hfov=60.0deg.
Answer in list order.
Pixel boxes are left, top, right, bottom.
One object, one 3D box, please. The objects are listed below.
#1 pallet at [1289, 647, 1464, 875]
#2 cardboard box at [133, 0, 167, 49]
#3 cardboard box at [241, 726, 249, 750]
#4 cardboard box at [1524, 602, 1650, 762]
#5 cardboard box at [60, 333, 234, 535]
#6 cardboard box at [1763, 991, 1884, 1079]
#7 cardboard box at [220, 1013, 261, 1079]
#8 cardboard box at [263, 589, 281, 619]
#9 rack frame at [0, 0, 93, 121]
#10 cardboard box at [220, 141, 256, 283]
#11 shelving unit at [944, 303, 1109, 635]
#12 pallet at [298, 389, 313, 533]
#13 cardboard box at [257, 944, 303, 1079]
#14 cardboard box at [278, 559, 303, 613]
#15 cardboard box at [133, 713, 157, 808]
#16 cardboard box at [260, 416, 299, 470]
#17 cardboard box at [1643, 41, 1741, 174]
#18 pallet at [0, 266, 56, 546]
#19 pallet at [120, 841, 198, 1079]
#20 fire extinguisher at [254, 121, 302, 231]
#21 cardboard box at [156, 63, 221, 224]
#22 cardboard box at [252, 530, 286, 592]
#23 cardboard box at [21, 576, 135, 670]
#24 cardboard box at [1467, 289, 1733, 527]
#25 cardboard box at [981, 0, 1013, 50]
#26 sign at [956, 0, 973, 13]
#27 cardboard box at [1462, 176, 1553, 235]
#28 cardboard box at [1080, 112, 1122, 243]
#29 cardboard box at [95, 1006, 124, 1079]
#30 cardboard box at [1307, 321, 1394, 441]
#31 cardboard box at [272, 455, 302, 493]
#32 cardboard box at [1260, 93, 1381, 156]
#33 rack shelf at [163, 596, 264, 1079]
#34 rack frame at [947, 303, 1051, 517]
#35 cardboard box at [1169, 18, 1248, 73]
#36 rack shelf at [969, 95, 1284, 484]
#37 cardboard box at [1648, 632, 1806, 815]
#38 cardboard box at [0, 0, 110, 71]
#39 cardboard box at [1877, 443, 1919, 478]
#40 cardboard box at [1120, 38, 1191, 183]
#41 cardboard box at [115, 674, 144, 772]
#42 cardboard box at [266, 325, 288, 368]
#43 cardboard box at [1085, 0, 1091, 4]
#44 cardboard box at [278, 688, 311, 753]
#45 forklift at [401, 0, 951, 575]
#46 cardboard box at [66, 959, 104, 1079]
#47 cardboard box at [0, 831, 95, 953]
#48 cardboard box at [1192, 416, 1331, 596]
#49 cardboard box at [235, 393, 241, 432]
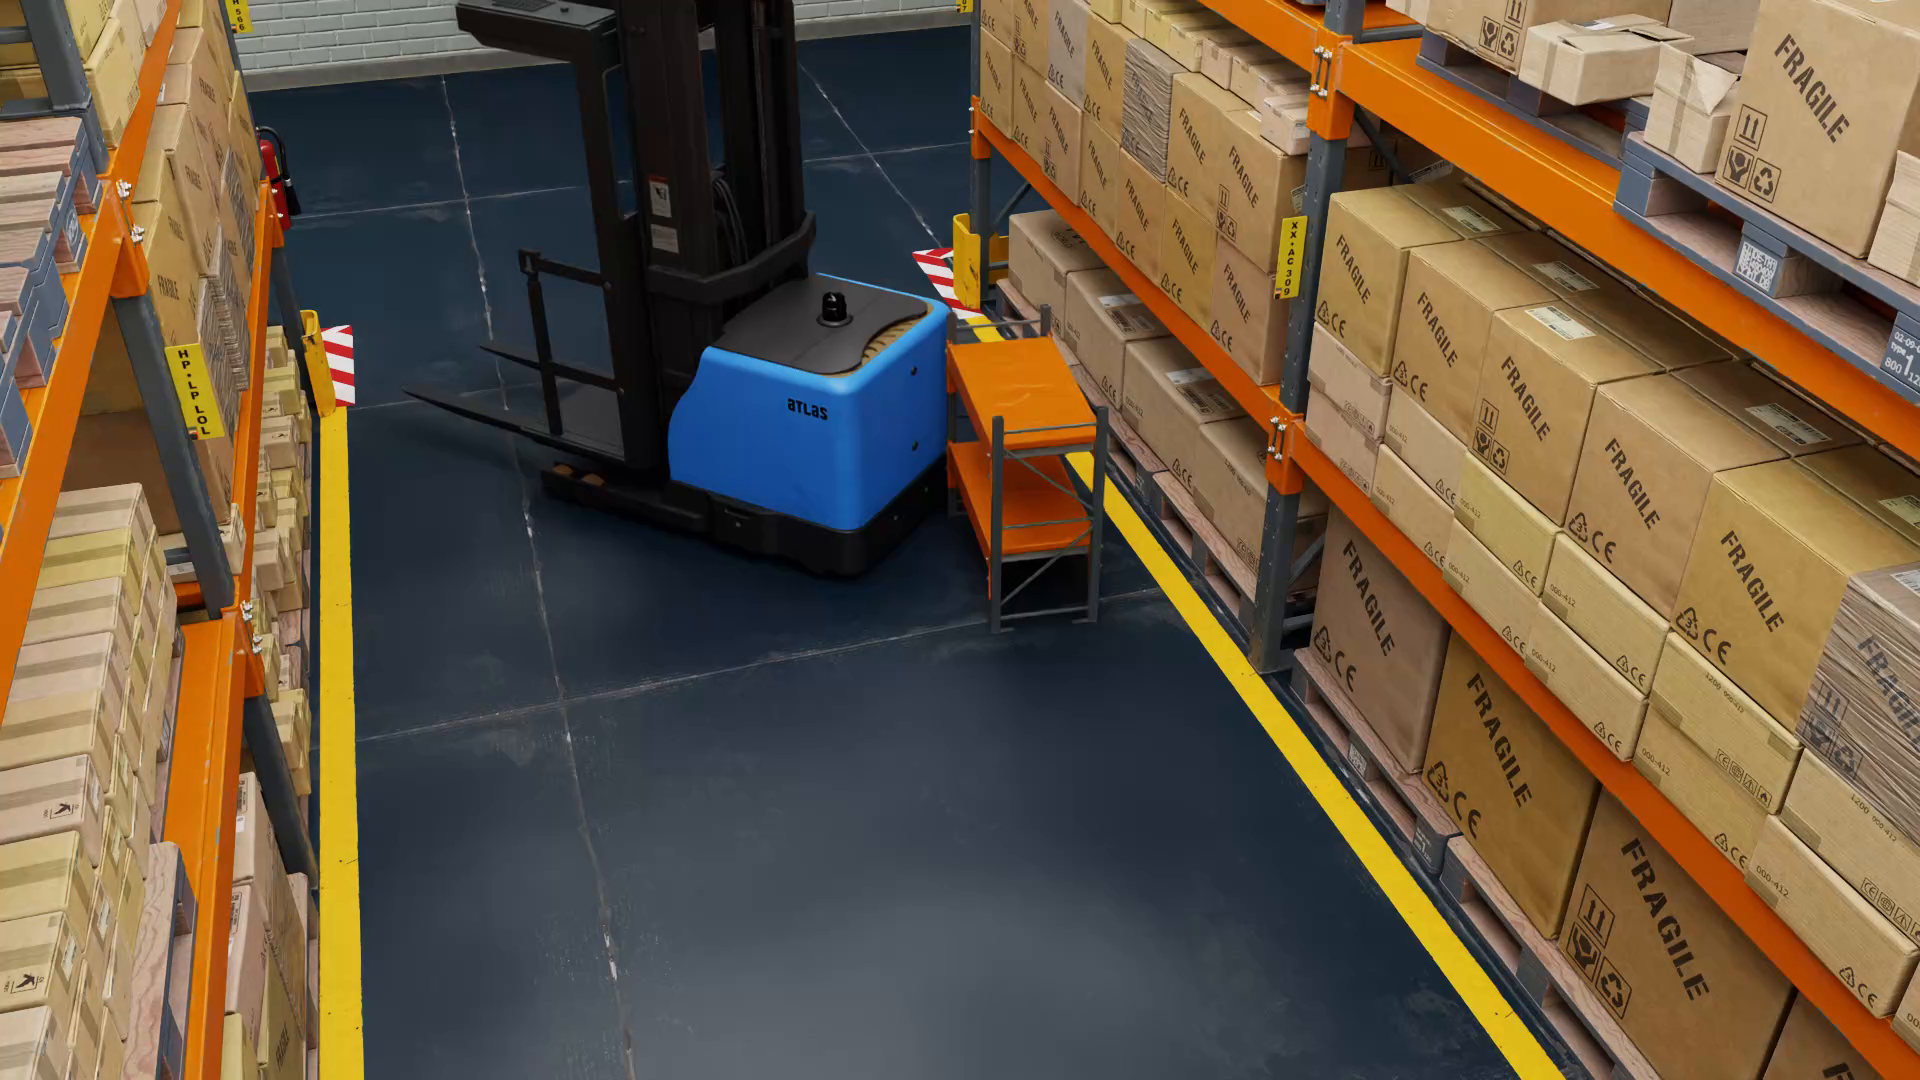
[{"bbox_3d":[2.084,0.791,6.862,1.003,0.211,1.213,-10,35,-15],"label":"pallet"},{"bbox_3d":[-3.098,-1.894,5.811,0.500,0.250,0.500,-9,34,-13],"label":"cardboard box"},{"bbox_3d":[-2.814,0.671,6.179,0.380,0.149,0.250,-9,34,-13],"label":"cardboard box"},{"bbox_3d":[2.104,0.380,5.090,0.500,0.250,0.500,-11,35,-16],"label":"cardboard box"},{"bbox_3d":[-2.817,-0.348,5.695,0.500,0.500,0.500,-11,35,-16],"label":"cardboard box"},{"bbox_3d":[2.866,1.670,4.548,0.875,0.875,0.875,-10,35,-15],"label":"cardboard box"},{"bbox_3d":[-2.119,1.571,4.358,0.500,0.250,0.500,-12,35,-17],"label":"cardboard box"},{"bbox_3d":[-3.124,0.236,7.107,0.380,0.149,0.250,-8,34,-13],"label":"cardboard box"},{"bbox_3d":[-2.906,-2.382,3.693,1.000,3.000,0.127,-10,35,-15],"label":"rack frame"},{"bbox_3d":[-3.428,-1.417,7.313,0.500,0.500,0.500,-10,35,-15],"label":"cardboard box"},{"bbox_3d":[0.285,-0.346,7.754,0.538,1.125,1.048,-6,34,-9],"label":"shelving unit"},{"bbox_3d":[-3.889,-0.344,8.579,1.003,0.211,1.213,-10,35,-15],"label":"pallet"},{"bbox_3d":[-2.284,1.604,4.988,0.500,0.500,0.500,-11,35,-16],"label":"cardboard box"},{"bbox_3d":[-3.146,0.215,7.409,0.380,0.149,0.250,-11,35,-16],"label":"cardboard box"},{"bbox_3d":[-2.366,0.625,4.431,0.380,0.149,0.250,-12,35,-17],"label":"cardboard box"},{"bbox_3d":[-3.348,-0.444,7.866,0.380,0.149,0.250,-9,34,-13],"label":"cardboard box"},{"bbox_3d":[2.001,-1.117,4.240,0.396,0.266,0.258,-7,34,-11],"label":"cardboard box"},{"bbox_3d":[-2.500,-0.166,3.231,1.213,0.211,1.003,-10,35,-15],"label":"pallet"},{"bbox_3d":[-2.329,1.268,3.784,1.003,0.211,1.213,-10,35,-15],"label":"pallet"},{"bbox_3d":[-3.764,-2.002,8.967,0.296,0.674,0.183,-10,35,-15],"label":"fire extinguisher"},{"bbox_3d":[-3.264,-1.549,6.606,0.500,0.500,0.500,-11,35,-16],"label":"cardboard box"},{"bbox_3d":[-3.067,0.111,7.026,0.380,0.149,0.250,-9,35,-14],"label":"cardboard box"},{"bbox_3d":[-2.438,0.257,4.448,0.380,0.149,0.250,-11,35,-16],"label":"cardboard box"},{"bbox_3d":[1.970,-0.418,5.164,0.500,0.500,0.500,-11,35,-16],"label":"cardboard box"},{"bbox_3d":[0.432,-3.024,9.108,0.500,0.500,0.500,-11,35,-16],"label":"cardboard box"},{"bbox_3d":[0.027,-3.169,9.468,0.100,0.325,0.005,-10,35,-15],"label":"sign"},{"bbox_3d":[2.152,-1.031,6.092,0.500,0.500,0.500,-9,34,-13],"label":"cardboard box"},{"bbox_3d":[0.917,-1.815,8.186,0.500,0.500,0.500,-9,34,-13],"label":"cardboard box"},{"bbox_3d":[-2.037,1.186,3.582,0.380,0.149,0.250,-10,35,-14],"label":"cardboard box"},{"bbox_3d":[1.643,-0.632,6.169,0.500,0.250,0.500,-11,35,-16],"label":"cardboard box"},{"bbox_3d":[-3.363,-0.318,7.946,0.380,0.149,0.250,-10,35,-14],"label":"cardboard box"},{"bbox_3d":[1.380,-1.603,6.368,0.380,0.149,0.250,-11,35,-16],"label":"cardboard box"},{"bbox_3d":[-2.296,1.471,3.956,1.077,0.370,4.000,-10,35,-15],"label":"rack shelf"},{"bbox_3d":[0.185,-0.621,8.170,0.500,1.125,0.032,-6,34,-9],"label":"rack frame"},{"bbox_3d":[1.131,-2.147,7.192,0.380,0.149,0.250,-10,35,-15],"label":"cardboard box"},{"bbox_3d":[1.167,-1.515,8.474,1.077,0.370,4.000,-10,35,-15],"label":"rack shelf"},{"bbox_3d":[2.272,0.444,4.540,0.500,0.250,0.500,-11,35,-16],"label":"cardboard box"},{"bbox_3d":[-2.825,-1.570,4.867,0.500,0.250,0.500,-9,34,-13],"label":"cardboard box"},{"bbox_3d":[2.776,0.043,4.466,0.500,0.500,0.500,-9,35,-13],"label":"cardboard box"},{"bbox_3d":[1.059,-1.959,7.495,0.500,0.500,0.500,-10,35,-14],"label":"cardboard box"},{"bbox_3d":[-2.355,0.513,4.329,0.380,0.149,0.250,-11,35,-16],"label":"cardboard box"},{"bbox_3d":[-3.724,-0.978,8.675,0.380,0.149,0.250,-10,35,-14],"label":"cardboard box"},{"bbox_3d":[0.783,-2.678,7.996,0.380,0.149,0.250,-10,35,-14],"label":"cardboard box"},{"bbox_3d":[-2.792,0.750,6.599,0.380,0.149,0.250,-9,35,-13],"label":"cardboard box"},{"bbox_3d":[-1.570,-1.629,8.057,3.031,2.935,1.130,17,37,23],"label":"forklift"},{"bbox_3d":[-2.036,1.063,3.498,0.380,0.149,0.250,-10,35,-15],"label":"cardboard box"},{"bbox_3d":[-2.117,0.805,3.618,0.380,0.149,0.250,-10,35,-15],"label":"cardboard box"},{"bbox_3d":[1.688,-0.219,7.803,0.875,0.438,0.875,-11,35,-15],"label":"cardboard box"},{"bbox_3d":[-3.054,-0.520,6.544,0.380,0.149,0.250,-9,35,-14],"label":"cardboard box"}]
